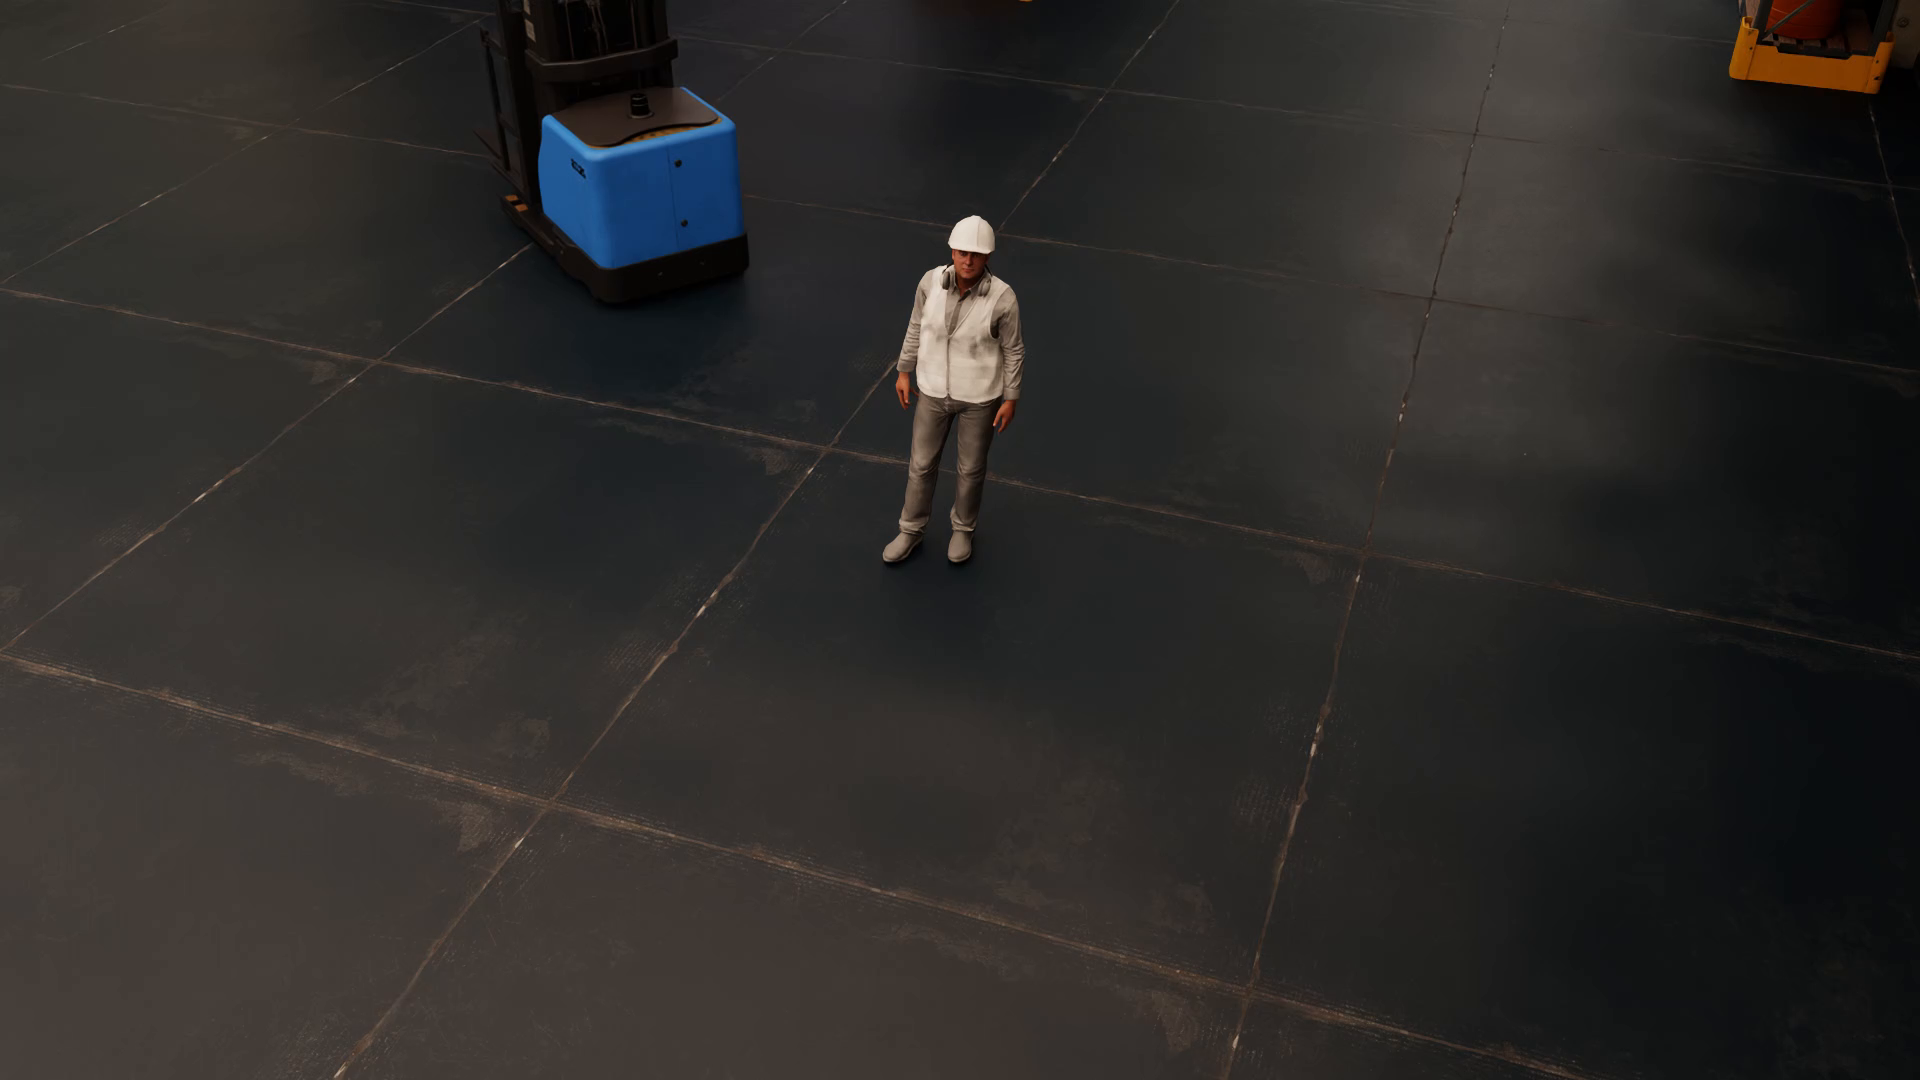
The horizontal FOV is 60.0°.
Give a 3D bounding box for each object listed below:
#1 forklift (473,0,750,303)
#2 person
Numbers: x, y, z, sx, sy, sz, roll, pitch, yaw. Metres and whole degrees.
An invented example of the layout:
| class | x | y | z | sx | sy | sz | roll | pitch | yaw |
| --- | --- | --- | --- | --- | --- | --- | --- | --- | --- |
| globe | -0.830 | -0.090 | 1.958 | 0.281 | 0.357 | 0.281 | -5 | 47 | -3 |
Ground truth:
| class | x | y | z | sx | sy | sz | roll | pitch | yaw |
| --- | --- | --- | --- | --- | --- | --- | --- | --- | --- |
| forklift | -2.625 | -3.532 | 11.092 | 1.130 | 2.935 | 3.031 | -20 | 40 | -26 |
| person | -0.028 | -0.697 | 8.081 | 0.634 | 1.775 | 0.566 | 12 | 37 | 16 |
